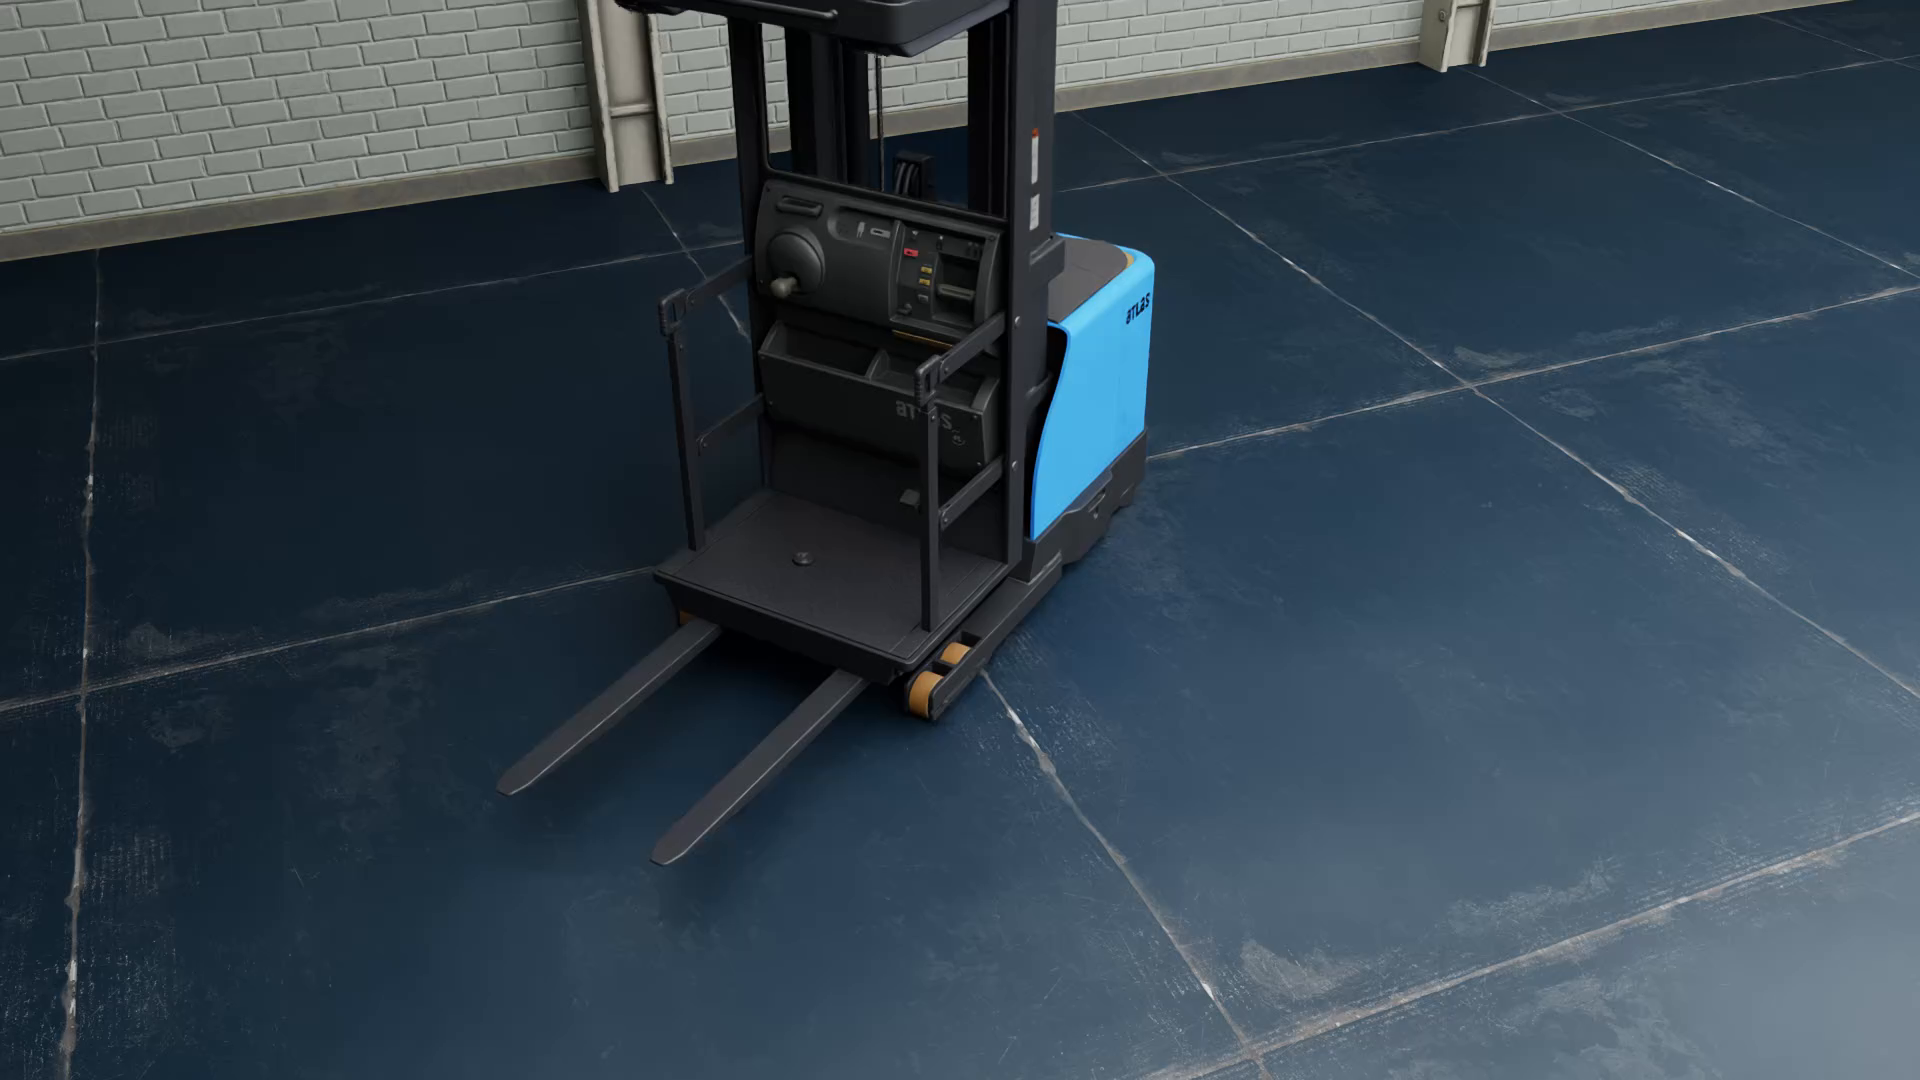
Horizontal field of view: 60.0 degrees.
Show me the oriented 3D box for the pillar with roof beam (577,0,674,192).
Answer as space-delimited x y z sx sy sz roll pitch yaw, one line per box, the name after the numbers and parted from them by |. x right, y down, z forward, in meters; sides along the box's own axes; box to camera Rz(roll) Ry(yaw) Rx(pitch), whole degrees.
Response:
-0.306 -3.804 4.345 0.400 9.000 9.100 -13 35 -19 | pillar with roof beam

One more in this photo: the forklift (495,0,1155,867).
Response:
-0.395 -0.891 5.432 1.130 2.935 3.031 18 37 25 | forklift

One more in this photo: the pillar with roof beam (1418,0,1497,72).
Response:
5.226 -5.071 6.292 0.400 9.000 9.100 -13 35 -19 | pillar with roof beam
